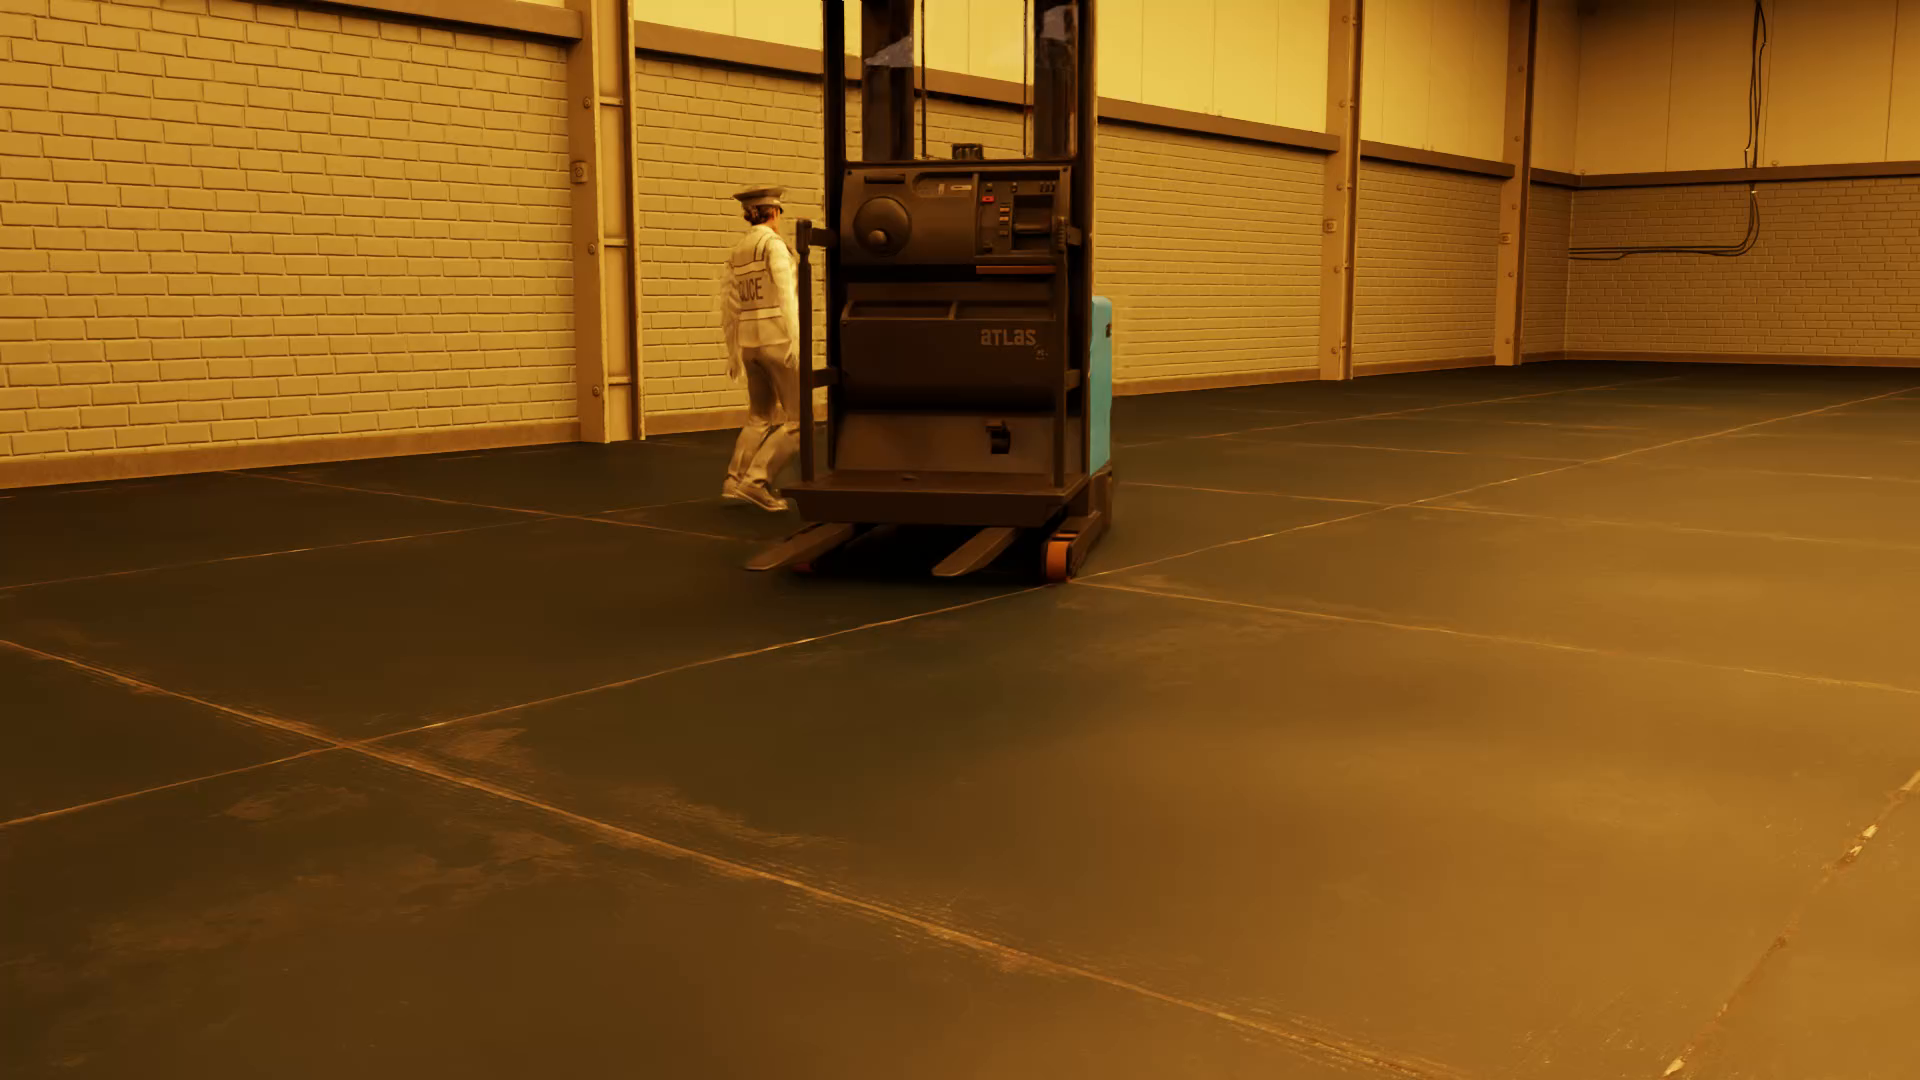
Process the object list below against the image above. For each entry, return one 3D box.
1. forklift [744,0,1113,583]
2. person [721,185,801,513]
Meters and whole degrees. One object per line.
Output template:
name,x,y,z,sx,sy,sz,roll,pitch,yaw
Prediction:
forklift,-0.059,-1.344,6.468,1.130,2.935,3.031,2,8,11
person,-0.983,-0.950,8.214,0.456,1.593,0.790,-6,10,-36
